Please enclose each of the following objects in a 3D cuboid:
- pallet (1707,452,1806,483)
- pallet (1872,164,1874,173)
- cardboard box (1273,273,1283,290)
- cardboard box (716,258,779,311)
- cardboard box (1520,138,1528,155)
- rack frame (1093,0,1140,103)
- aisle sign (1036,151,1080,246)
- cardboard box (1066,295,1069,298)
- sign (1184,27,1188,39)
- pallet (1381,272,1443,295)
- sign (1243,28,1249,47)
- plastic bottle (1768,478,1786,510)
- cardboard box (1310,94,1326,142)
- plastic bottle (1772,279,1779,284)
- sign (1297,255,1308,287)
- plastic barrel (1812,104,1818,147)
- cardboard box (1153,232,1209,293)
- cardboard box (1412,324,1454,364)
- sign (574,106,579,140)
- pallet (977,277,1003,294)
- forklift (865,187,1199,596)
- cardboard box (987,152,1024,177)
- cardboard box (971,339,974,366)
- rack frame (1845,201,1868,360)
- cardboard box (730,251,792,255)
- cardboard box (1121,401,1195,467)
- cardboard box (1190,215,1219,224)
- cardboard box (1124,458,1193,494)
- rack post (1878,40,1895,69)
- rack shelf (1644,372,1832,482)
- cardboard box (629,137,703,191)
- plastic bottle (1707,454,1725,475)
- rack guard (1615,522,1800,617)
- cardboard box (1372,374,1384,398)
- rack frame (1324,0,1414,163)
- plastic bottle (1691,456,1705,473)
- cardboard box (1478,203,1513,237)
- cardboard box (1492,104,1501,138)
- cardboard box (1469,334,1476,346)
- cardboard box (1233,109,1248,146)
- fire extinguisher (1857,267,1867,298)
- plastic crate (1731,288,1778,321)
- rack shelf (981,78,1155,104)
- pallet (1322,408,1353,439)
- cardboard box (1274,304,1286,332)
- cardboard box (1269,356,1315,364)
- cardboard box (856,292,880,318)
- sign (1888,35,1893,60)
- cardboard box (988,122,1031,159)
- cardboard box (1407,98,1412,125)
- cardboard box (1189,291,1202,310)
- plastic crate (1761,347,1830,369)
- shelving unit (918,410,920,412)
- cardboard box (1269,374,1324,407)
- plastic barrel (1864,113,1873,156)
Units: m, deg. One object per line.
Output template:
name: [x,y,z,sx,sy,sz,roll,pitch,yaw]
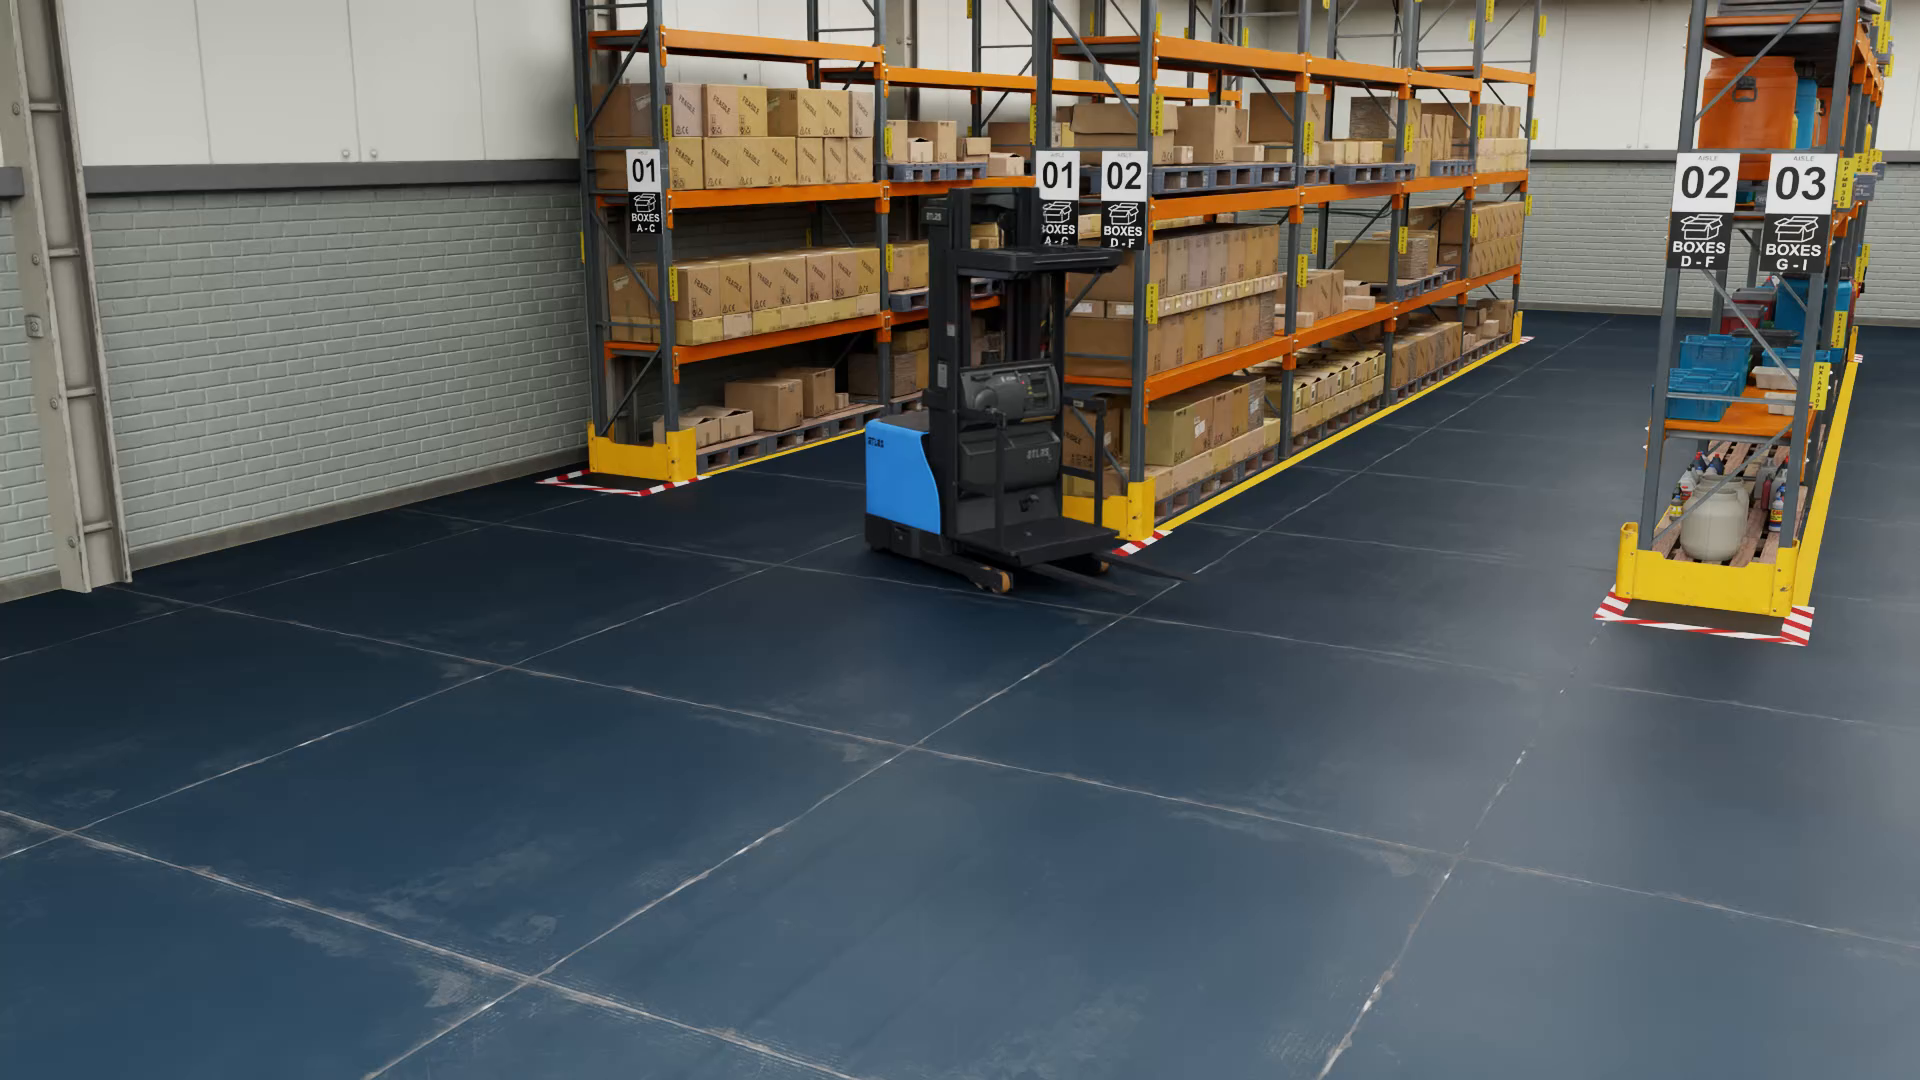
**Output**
pallet: [7.711,-0.618,16.146,1.003,0.211,1.213,7,15,28]
pallet: [9.755,-4.141,18.813,1.003,0.211,1.213,7,15,28]
cardboard box: [3.087,-2.654,17.044,0.380,0.149,0.250,7,15,28]
cardboard box: [-2.244,-2.681,17.430,0.500,0.500,0.500,7,15,26]
cardboard box: [8.807,-6.326,26.726,0.500,0.250,0.500,7,15,28]
rack frame: [2.561,-7.488,25.894,1.000,3.000,0.127,7,15,28]
aisle sign: [0.809,-2.833,13.837,0.394,0.787,0.004,7,15,28]
cardboard box: [1.526,-3.225,24.702,0.750,0.750,0.750,7,15,28]
sign: [4.011,-8.904,29.436,0.100,0.325,0.005,7,15,28]
pallet: [5.901,-3.497,22.548,1.003,0.211,1.213,7,15,28]
sign: [4.962,-8.737,28.912,0.100,0.325,0.005,7,15,28]
plastic bottle: [6.976,-0.394,14.142,0.152,0.276,0.135,8,16,29]
cardboard box: [3.619,-4.566,17.995,0.500,0.500,0.500,9,16,33]
plastic bottle: [10.228,-3.147,20.953,0.152,0.276,0.135,7,15,28]
sign: [3.518,-2.767,17.094,0.100,0.325,0.005,7,15,28]
plastic barrel: [8.396,-4.018,16.982,0.600,0.830,0.708,7,15,28]
cardboard box: [1.853,-2.546,15.212,0.700,0.500,0.500,7,15,28]
cardboard box: [6.665,-2.776,23.542,0.500,0.500,0.500,7,15,28]
sign: [-3.717,-4.065,16.207,0.100,0.325,0.005,7,15,28]
pallet: [0.376,-3.500,22.559,1.213,0.211,1.003,7,15,28]
forklift: [0.518,-1.156,12.574,1.130,2.935,3.031,-10,17,-37]
cardboard box: [0.515,-4.997,22.110,0.500,0.311,0.500,7,15,28]
cardboard box: [-0.242,-2.399,21.977,0.700,0.500,0.500,7,15,28]
rack frame: [13.167,-4.270,25.345,1.000,3.000,0.127,7,15,28]
cardboard box: [-2.216,-2.952,18.554,0.500,0.500,0.500,8,16,30]
cardboard box: [1.792,-0.969,15.023,0.500,0.500,0.500,7,15,28]
cardboard box: [3.915,-5.282,28.903,0.980,0.700,0.700,7,15,28]
cardboard box: [1.790,-0.605,15.112,0.500,0.250,0.500,7,15,28]
rack post: [10.366,-5.693,19.514,0.937,0.300,0.954,9,16,34]
rack shelf: [6.399,-1.048,13.515,1.077,0.370,4.000,7,15,28]
cardboard box: [-2.860,-3.667,16.186,0.500,0.500,0.500,8,16,30]
plastic bottle: [6.738,-0.599,14.832,0.144,0.351,0.185,7,15,28]
rack guard: [5.428,0.207,12.109,1.175,0.500,0.348,7,15,28]
cardboard box: [4.924,-1.923,20.579,0.500,0.250,0.500,8,16,29]
rack frame: [4.965,-6.107,20.165,1.000,3.000,0.127,7,15,28]
plastic bottle: [6.521,-0.577,14.739,0.144,0.351,0.185,7,15,26]
cardboard box: [8.368,-5.034,26.165,0.500,0.500,0.500,8,16,30]
cardboard box: [7.703,-6.298,25.011,0.700,0.500,0.500,7,15,28]
cardboard box: [7.700,-3.088,25.549,0.380,0.166,0.250,7,15,28]
cardboard box: [2.557,-4.076,16.730,0.500,0.500,0.500,9,16,33]
fire extinguisher: [13.637,-4.031,25.313,0.296,0.674,0.183,7,15,28]
plastic crate: [8.250,-2.363,17.298,0.402,0.464,0.583,7,15,28]
rack shelf: [1.594,-6.534,24.323,1.077,0.370,4.000,7,15,28]
pallet: [3.942,-1.421,19.478,1.003,0.211,1.213,7,15,28]
cardboard box: [3.231,-2.403,17.921,0.500,0.250,0.500,9,16,32]
cardboard box: [3.960,-2.043,19.884,0.500,0.311,0.500,7,15,27]
cardboard box: [-1.270,-2.736,19.259,0.500,0.250,0.500,7,15,28]
sign: [11.714,-6.201,21.002,0.100,0.325,0.005,7,15,28]
cardboard box: [0.807,-5.576,23.210,0.700,0.500,0.500,6,15,24]
cardboard box: [5.428,-5.377,21.190,0.500,0.500,0.500,7,15,28]
cardboard box: [1.974,-2.181,15.084,0.380,0.149,0.250,7,15,26]
plastic crate: [7.068,-1.478,14.081,0.499,0.251,0.616,7,15,28]
shelving unit: [-0.195,-0.597,14.267,0.252,1.050,0.215,-9,16,-34]
cardboard box: [3.696,-1.669,18.329,0.500,0.311,0.500,7,15,27]
plastic barrel: [10.970,-4.993,20.646,0.600,0.588,0.600,0,14,0]
